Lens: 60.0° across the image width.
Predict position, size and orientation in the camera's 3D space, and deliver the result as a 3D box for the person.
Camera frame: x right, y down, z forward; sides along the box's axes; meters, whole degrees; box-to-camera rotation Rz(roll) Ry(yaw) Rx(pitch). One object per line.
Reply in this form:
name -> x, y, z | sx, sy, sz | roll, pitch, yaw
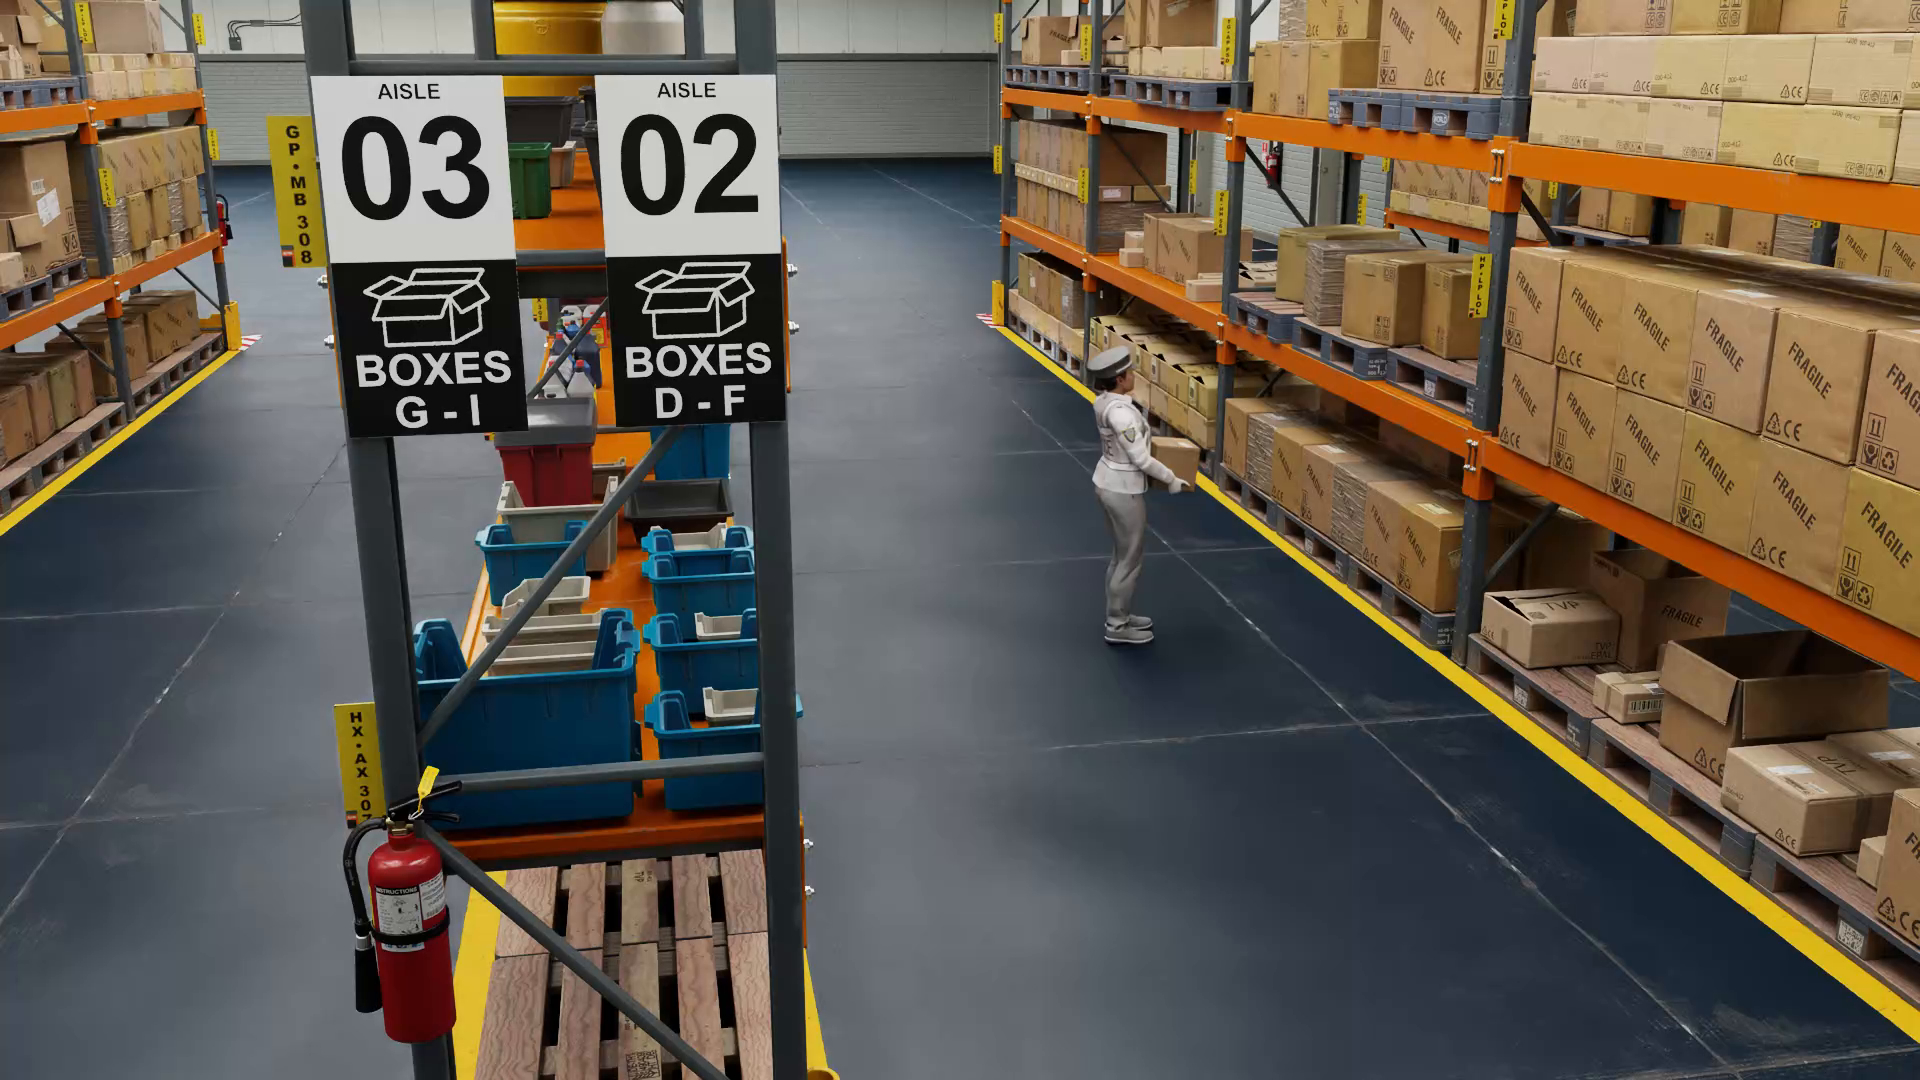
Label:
person -> 0.986, -0.263, 9.387 | 0.560, 1.686, 0.459 | -3, 17, -9
